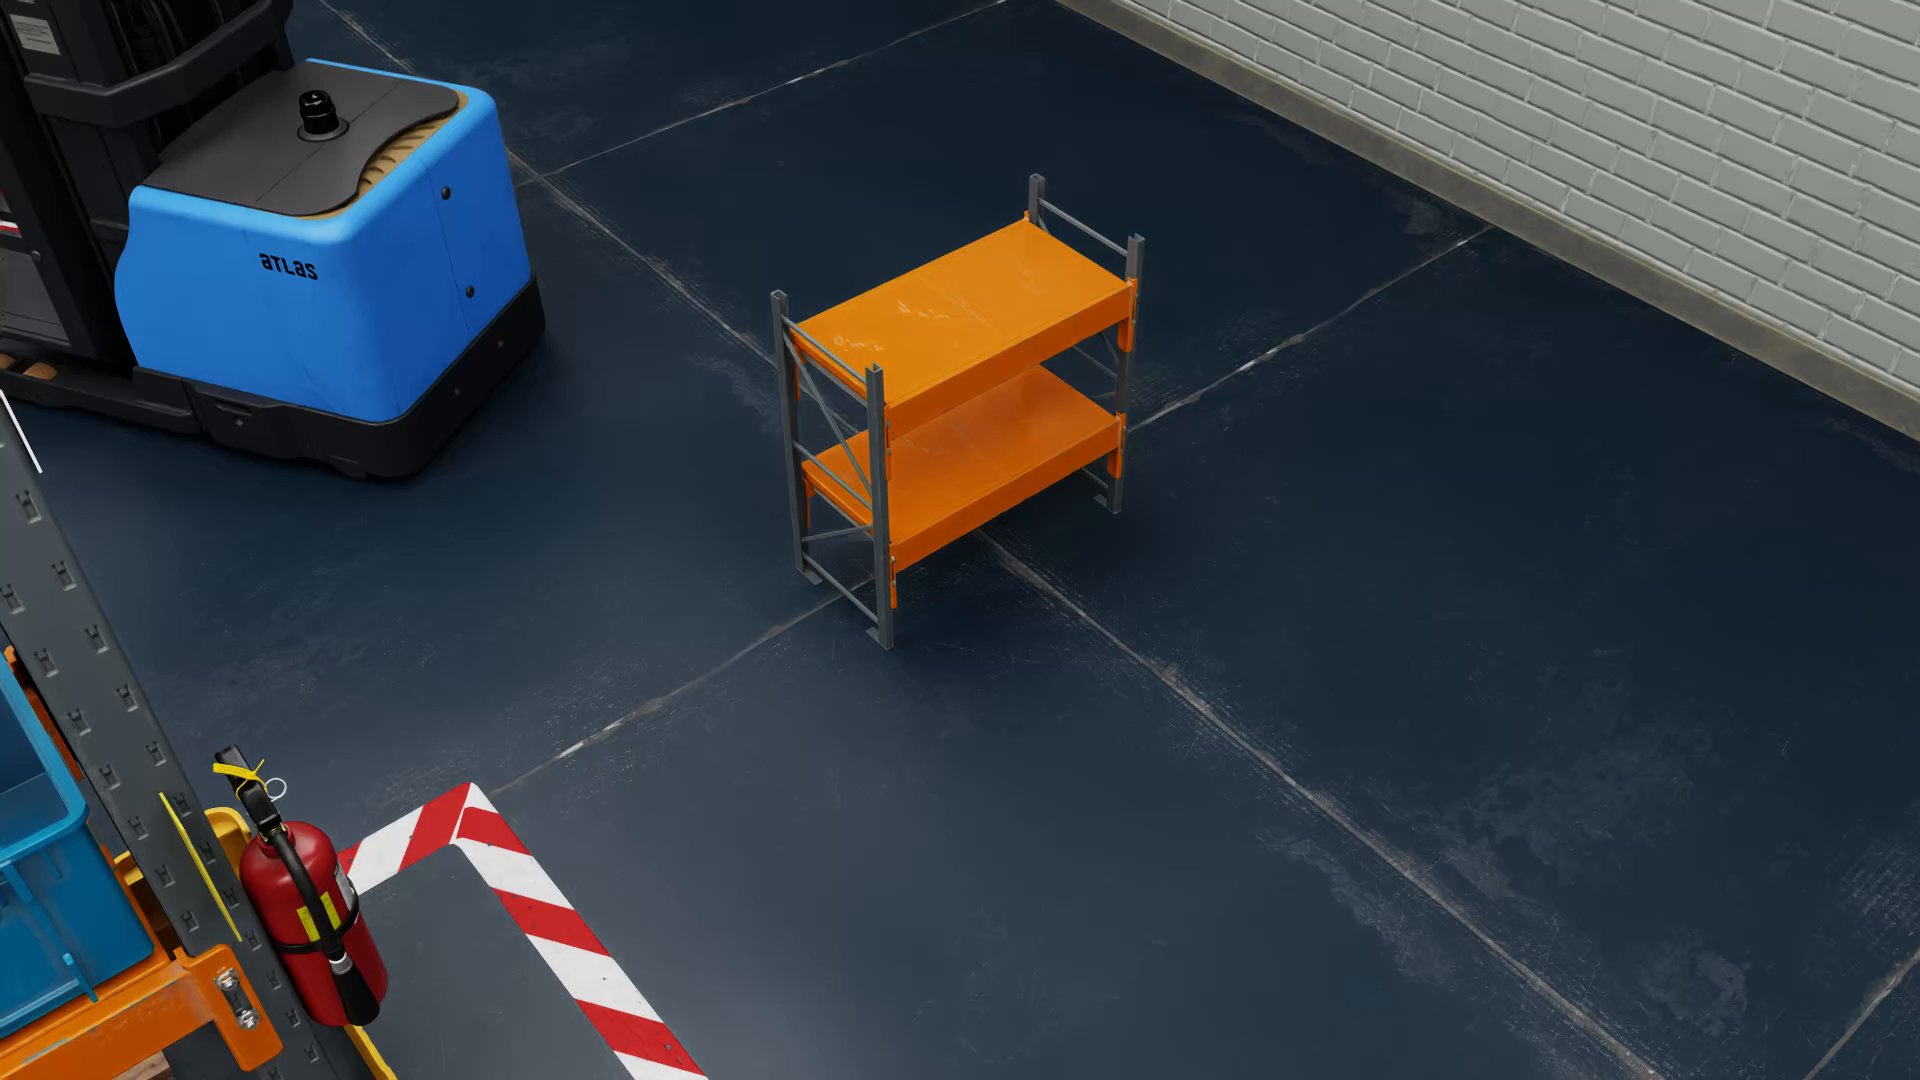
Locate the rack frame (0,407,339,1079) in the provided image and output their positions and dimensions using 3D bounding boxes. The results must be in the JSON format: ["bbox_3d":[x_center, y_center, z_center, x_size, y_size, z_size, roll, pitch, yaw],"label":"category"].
[{"bbox_3d":[-1.660,0.340,3.197,0.127,3.000,1.000,-30,51,-28],"label":"rack frame"}]

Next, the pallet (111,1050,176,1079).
[{"bbox_3d":[-2.318,1.699,3.787,1.213,0.211,1.003,-30,51,-28],"label":"pallet"}]

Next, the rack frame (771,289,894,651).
[{"bbox_3d":[-0.385,-0.190,5.130,0.032,1.125,0.500,-30,51,-28],"label":"rack frame"}]

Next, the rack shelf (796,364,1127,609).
[{"bbox_3d":[0.005,-0.235,5.535,1.000,0.278,0.538,-30,51,-28],"label":"rack shelf"}]

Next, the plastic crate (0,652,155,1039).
[{"bbox_3d":[-1.797,0.551,2.903,0.499,0.435,0.616,-30,51,-28],"label":"plastic crate"}]

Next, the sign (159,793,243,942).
[{"bbox_3d":[-1.295,0.563,2.841,0.005,0.325,0.100,-30,51,-28],"label":"sign"}]

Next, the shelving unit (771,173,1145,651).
[{"bbox_3d":[0.005,-0.413,5.368,1.048,1.125,0.538,-30,51,-28],"label":"shelving unit"}]

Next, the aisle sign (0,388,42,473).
[{"bbox_3d":[-1.417,-0.485,2.176,0.004,0.787,0.394,-30,51,-28],"label":"aisle sign"}]

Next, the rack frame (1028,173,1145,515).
[{"bbox_3d":[0.395,-0.636,5.606,0.032,1.125,0.500,-30,51,-28],"label":"rack frame"}]

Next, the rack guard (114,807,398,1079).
[{"bbox_3d":[-1.650,1.234,4.071,0.348,0.500,1.175,-30,51,-28],"label":"rack guard"}]

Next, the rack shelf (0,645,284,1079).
[{"bbox_3d":[-3.194,1.481,2.507,4.000,0.370,1.077,-30,51,-28],"label":"rack shelf"}]

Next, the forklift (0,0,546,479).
[{"bbox_3d":[-3.202,-1.896,5.627,3.031,2.935,1.130,13,45,14],"label":"forklift"}]

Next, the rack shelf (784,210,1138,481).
[{"bbox_3d":[0.005,-0.626,5.168,1.000,0.278,0.538,-30,51,-28],"label":"rack shelf"}]

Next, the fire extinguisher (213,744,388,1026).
[{"bbox_3d":[-1.253,0.677,3.167,0.183,0.674,0.296,-30,51,-28],"label":"fire extinguisher"}]
